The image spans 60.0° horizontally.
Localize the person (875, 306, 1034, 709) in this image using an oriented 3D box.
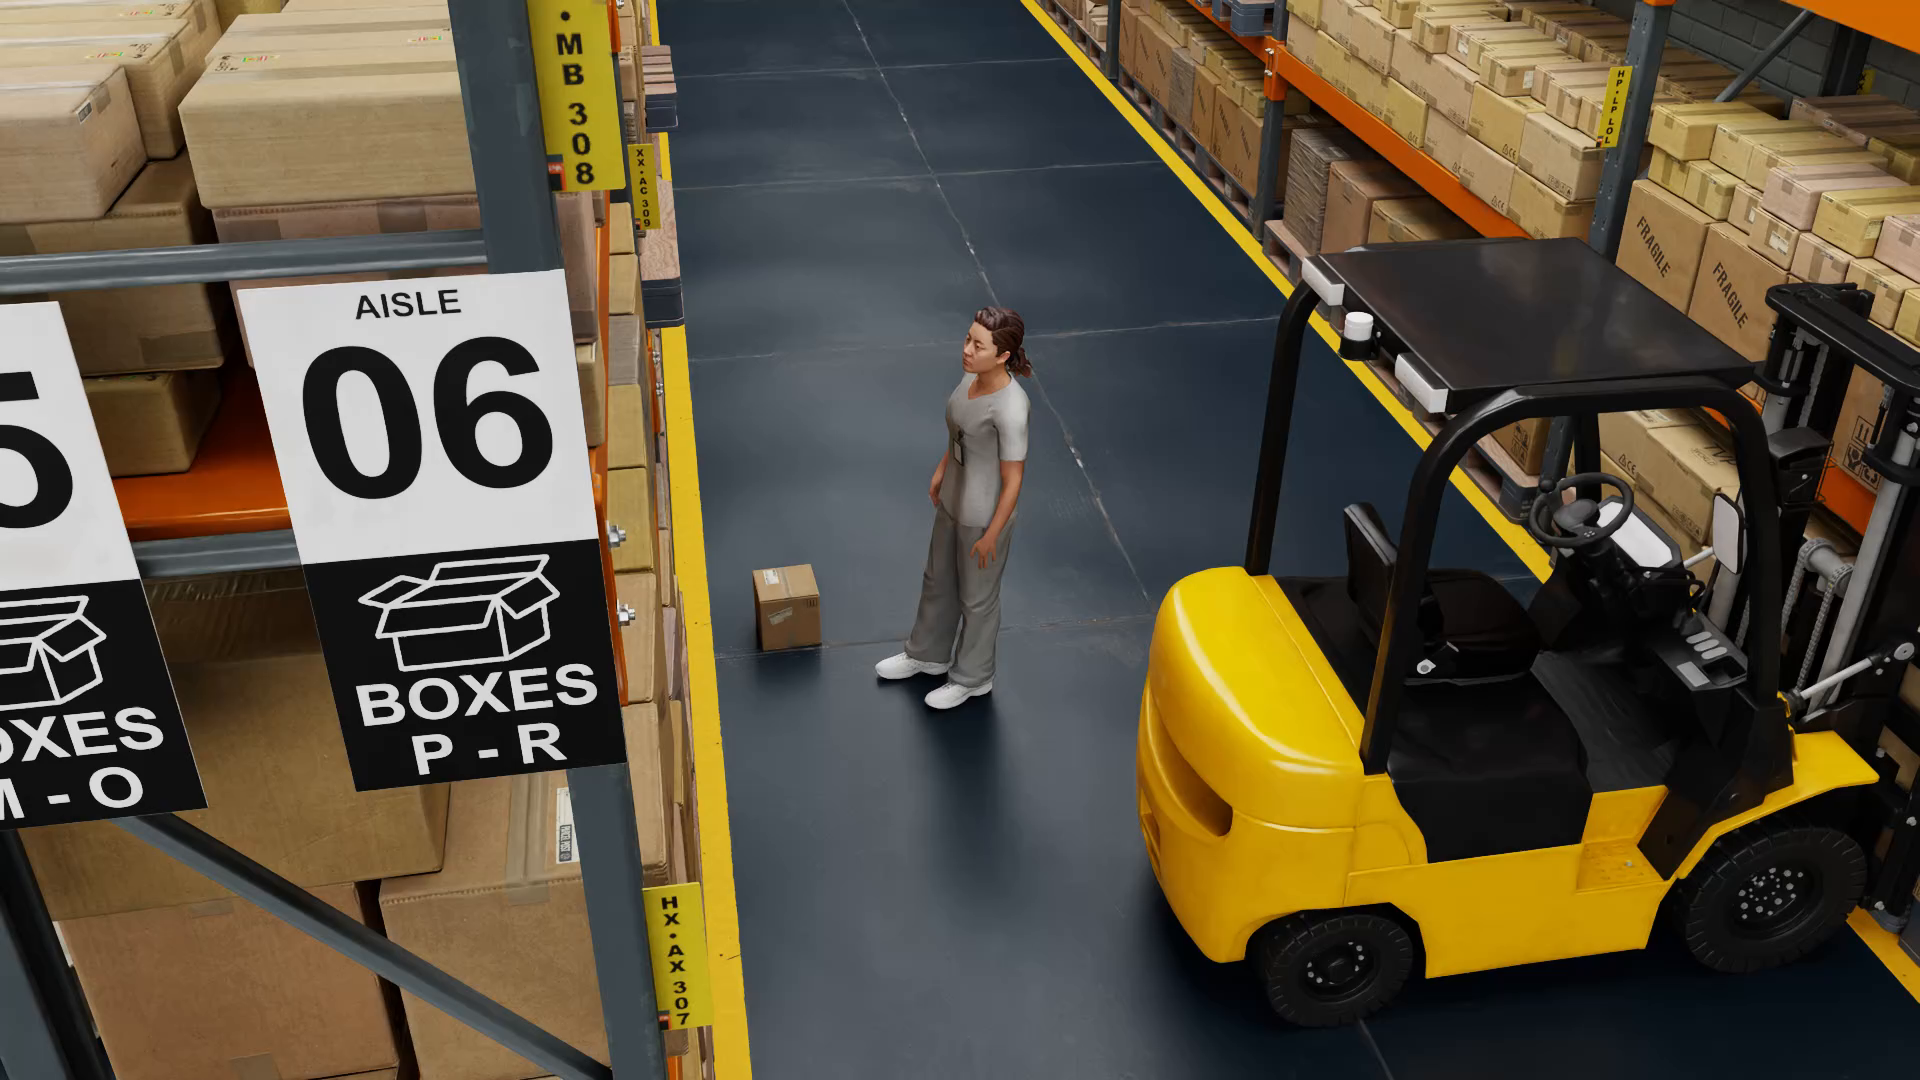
[{"bbox_3d":[-0.005,-0.101,6.284,0.548,1.673,0.549,-12,33,-19],"label":"person"}]
